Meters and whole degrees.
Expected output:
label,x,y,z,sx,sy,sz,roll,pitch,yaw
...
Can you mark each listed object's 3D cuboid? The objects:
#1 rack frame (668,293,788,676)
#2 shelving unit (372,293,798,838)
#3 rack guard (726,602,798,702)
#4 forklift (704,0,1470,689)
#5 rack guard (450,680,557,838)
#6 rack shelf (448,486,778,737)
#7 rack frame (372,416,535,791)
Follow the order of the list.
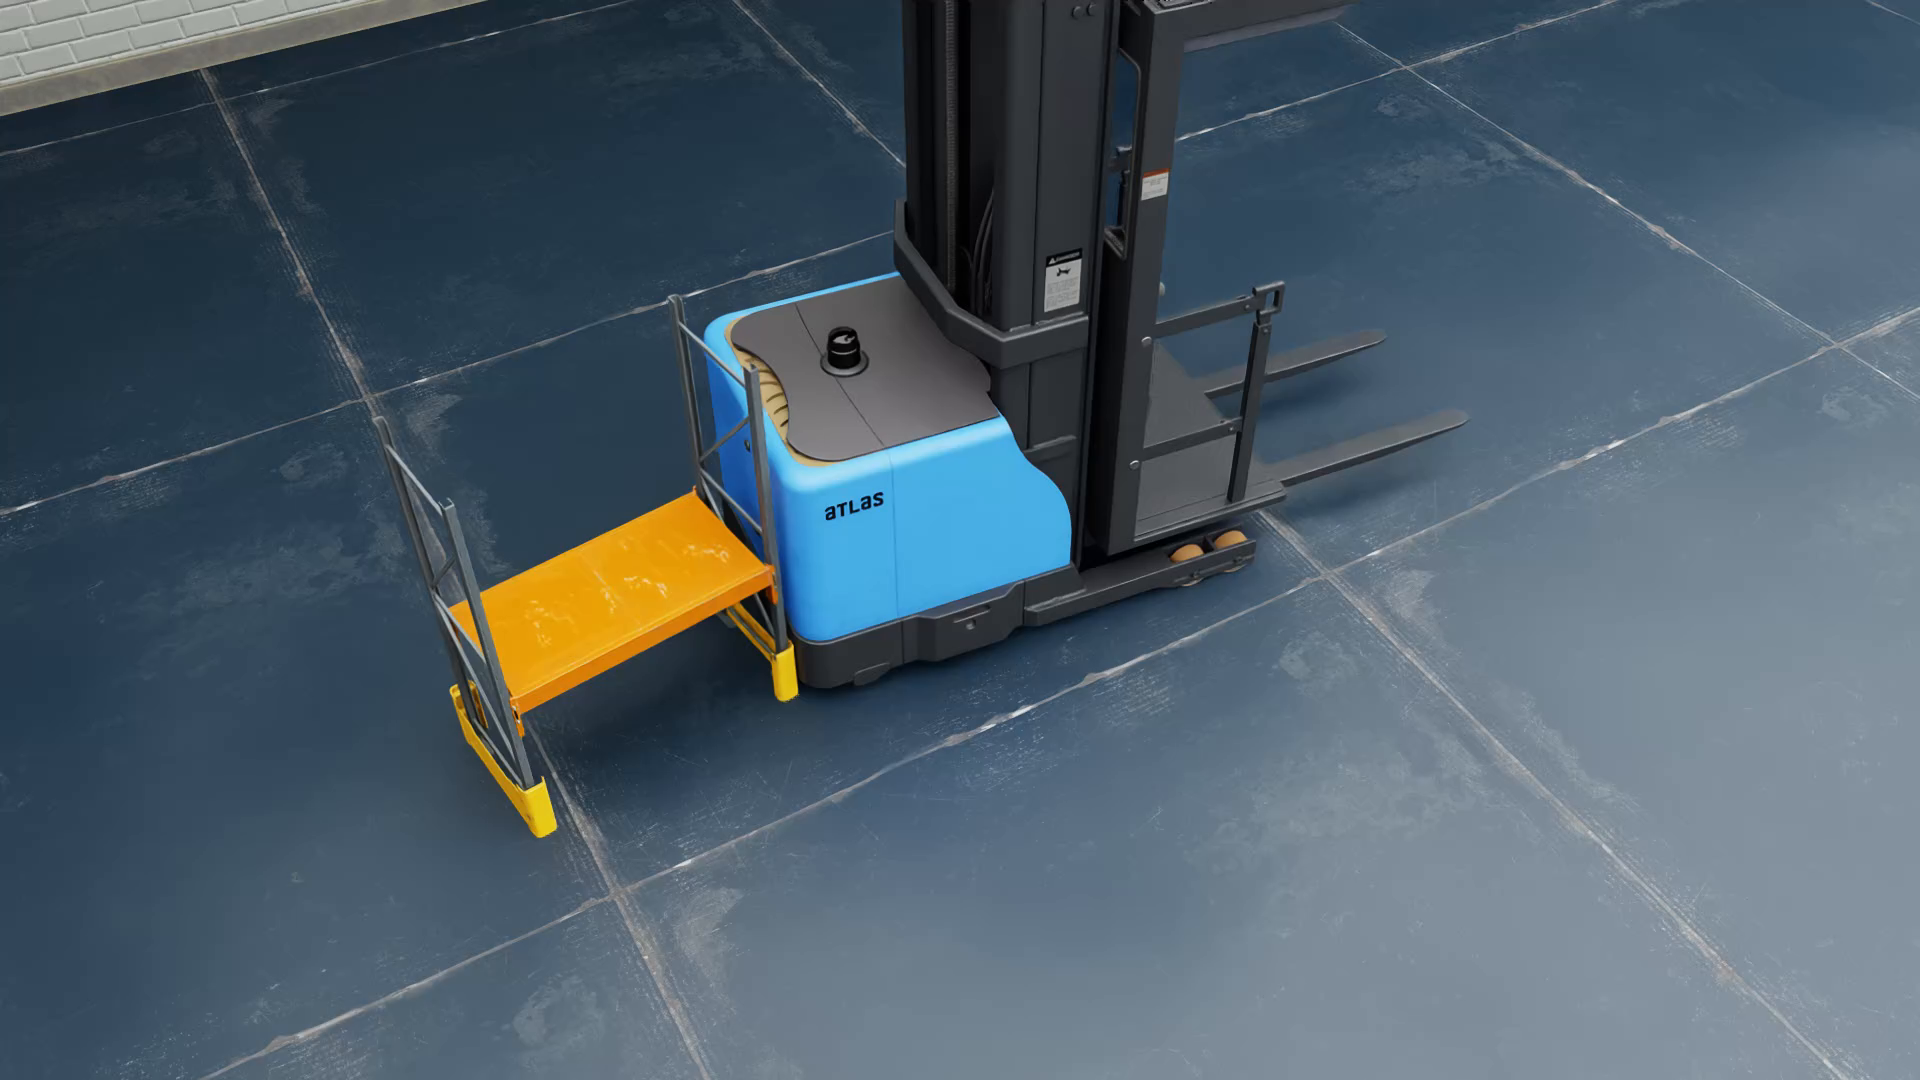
label,x,y,z,sx,sy,sz,roll,pitch,yaw
rack frame,-0.787,-0.123,5.800,0.032,1.500,0.500,-28,51,-26
shelving unit,-1.197,0.097,5.573,1.083,1.500,0.587,-28,51,-26
rack guard,-0.803,0.334,6.227,0.087,0.250,0.587,-28,51,-26
forklift,0.619,-1.191,5.872,3.031,2.935,1.130,-17,47,-17
rack guard,-1.591,0.758,5.790,0.087,0.250,0.587,-28,51,-26
rack shelf,-1.190,0.222,5.702,1.000,0.185,0.538,-28,51,-26
rack frame,-1.592,0.310,5.354,0.032,1.500,0.500,-28,51,-26
